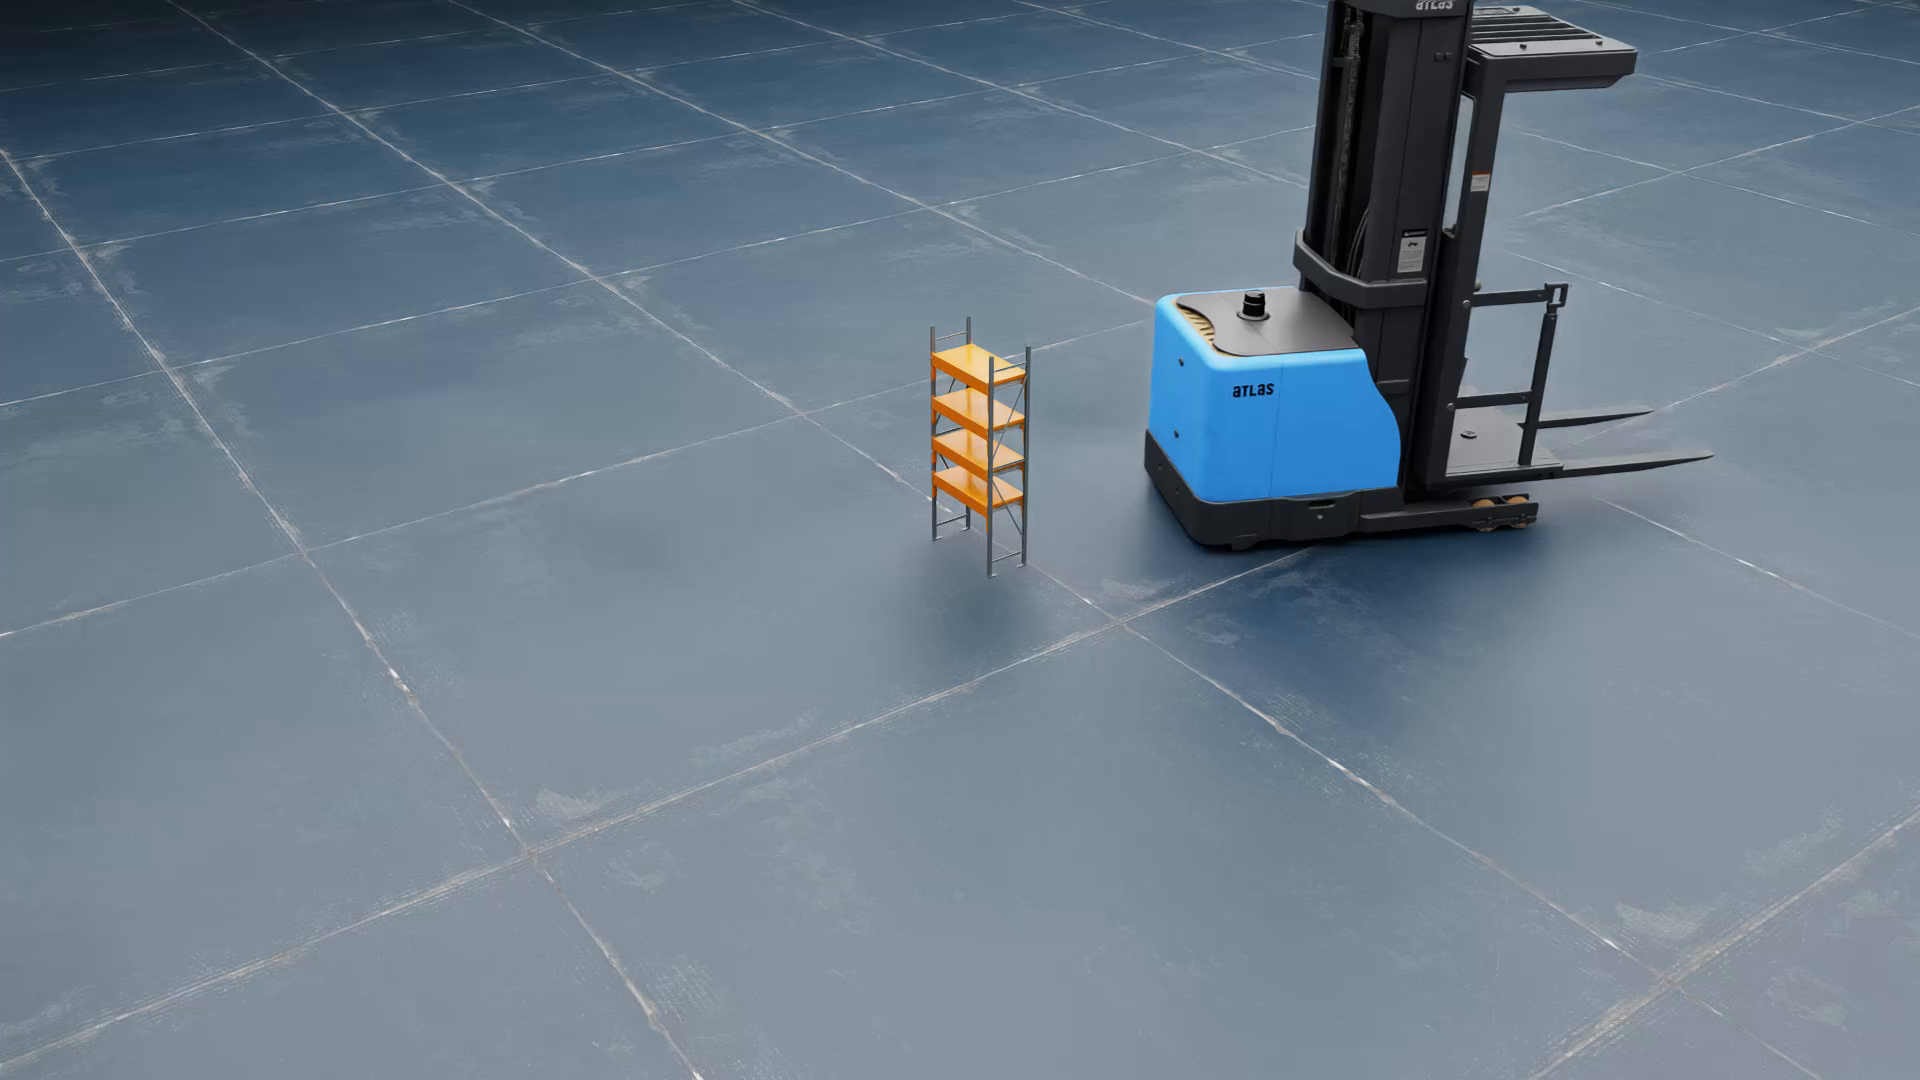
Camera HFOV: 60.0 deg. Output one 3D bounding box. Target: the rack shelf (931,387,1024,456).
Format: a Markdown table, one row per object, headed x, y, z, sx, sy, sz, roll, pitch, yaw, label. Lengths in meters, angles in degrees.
| x | y | z | sx | sy | sz | roll | pitch | yaw | label |
| --- | --- | --- | --- | --- | --- | --- | --- | --- | --- |
| 0.096 | -0.600 | 8.271 | 0.258 | 0.148 | 0.480 | -19 | 34 | -31 | rack shelf |

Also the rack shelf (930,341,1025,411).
| x | y | z | sx | sy | sz | roll | pitch | yaw | label |
| --- | --- | --- | --- | --- | --- | --- | --- | --- | --- |
| 0.096 | -0.808 | 8.158 | 0.258 | 0.148 | 0.480 | -19 | 34 | -31 | rack shelf |

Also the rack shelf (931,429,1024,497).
| x | y | z | sx | sy | sz | roll | pitch | yaw | label |
| --- | --- | --- | --- | --- | --- | --- | --- | --- | --- |
| 0.096 | -0.404 | 8.377 | 0.258 | 0.148 | 0.480 | -19 | 34 | -31 | rack shelf |

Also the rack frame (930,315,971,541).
| x | y | z | sx | sy | sz | roll | pitch | yaw | label |
| --- | --- | --- | --- | --- | --- | --- | --- | --- | --- |
| -0.046 | -0.558 | 8.520 | 0.240 | 1.200 | 0.015 | -19 | 34 | -31 | rack frame |

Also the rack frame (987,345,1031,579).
| x | y | z | sx | sy | sz | roll | pitch | yaw | label |
| --- | --- | --- | --- | --- | --- | --- | --- | --- | --- |
| 0.238 | -0.368 | 8.170 | 0.240 | 1.200 | 0.015 | -19 | 34 | -31 | rack frame |

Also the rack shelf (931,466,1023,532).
| x | y | z | sx | sy | sz | roll | pitch | yaw | label |
| --- | --- | --- | --- | --- | --- | --- | --- | --- | --- |
| 0.096 | -0.229 | 8.472 | 0.258 | 0.148 | 0.480 | -19 | 34 | -31 | rack shelf |

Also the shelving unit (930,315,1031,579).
| x | y | z | sx | sy | sz | roll | pitch | yaw | label |
| --- | --- | --- | --- | --- | --- | --- | --- | --- | --- |
| 0.096 | -0.463 | 8.345 | 0.258 | 1.200 | 0.503 | -19 | 34 | -31 | shelving unit |

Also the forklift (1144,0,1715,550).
| x | y | z | sx | sy | sz | roll | pitch | yaw | label |
| --- | --- | --- | --- | --- | --- | --- | --- | --- | --- |
| 2.604 | -1.574 | 8.578 | 3.031 | 2.935 | 1.130 | -5 | 29 | -10 | forklift |
